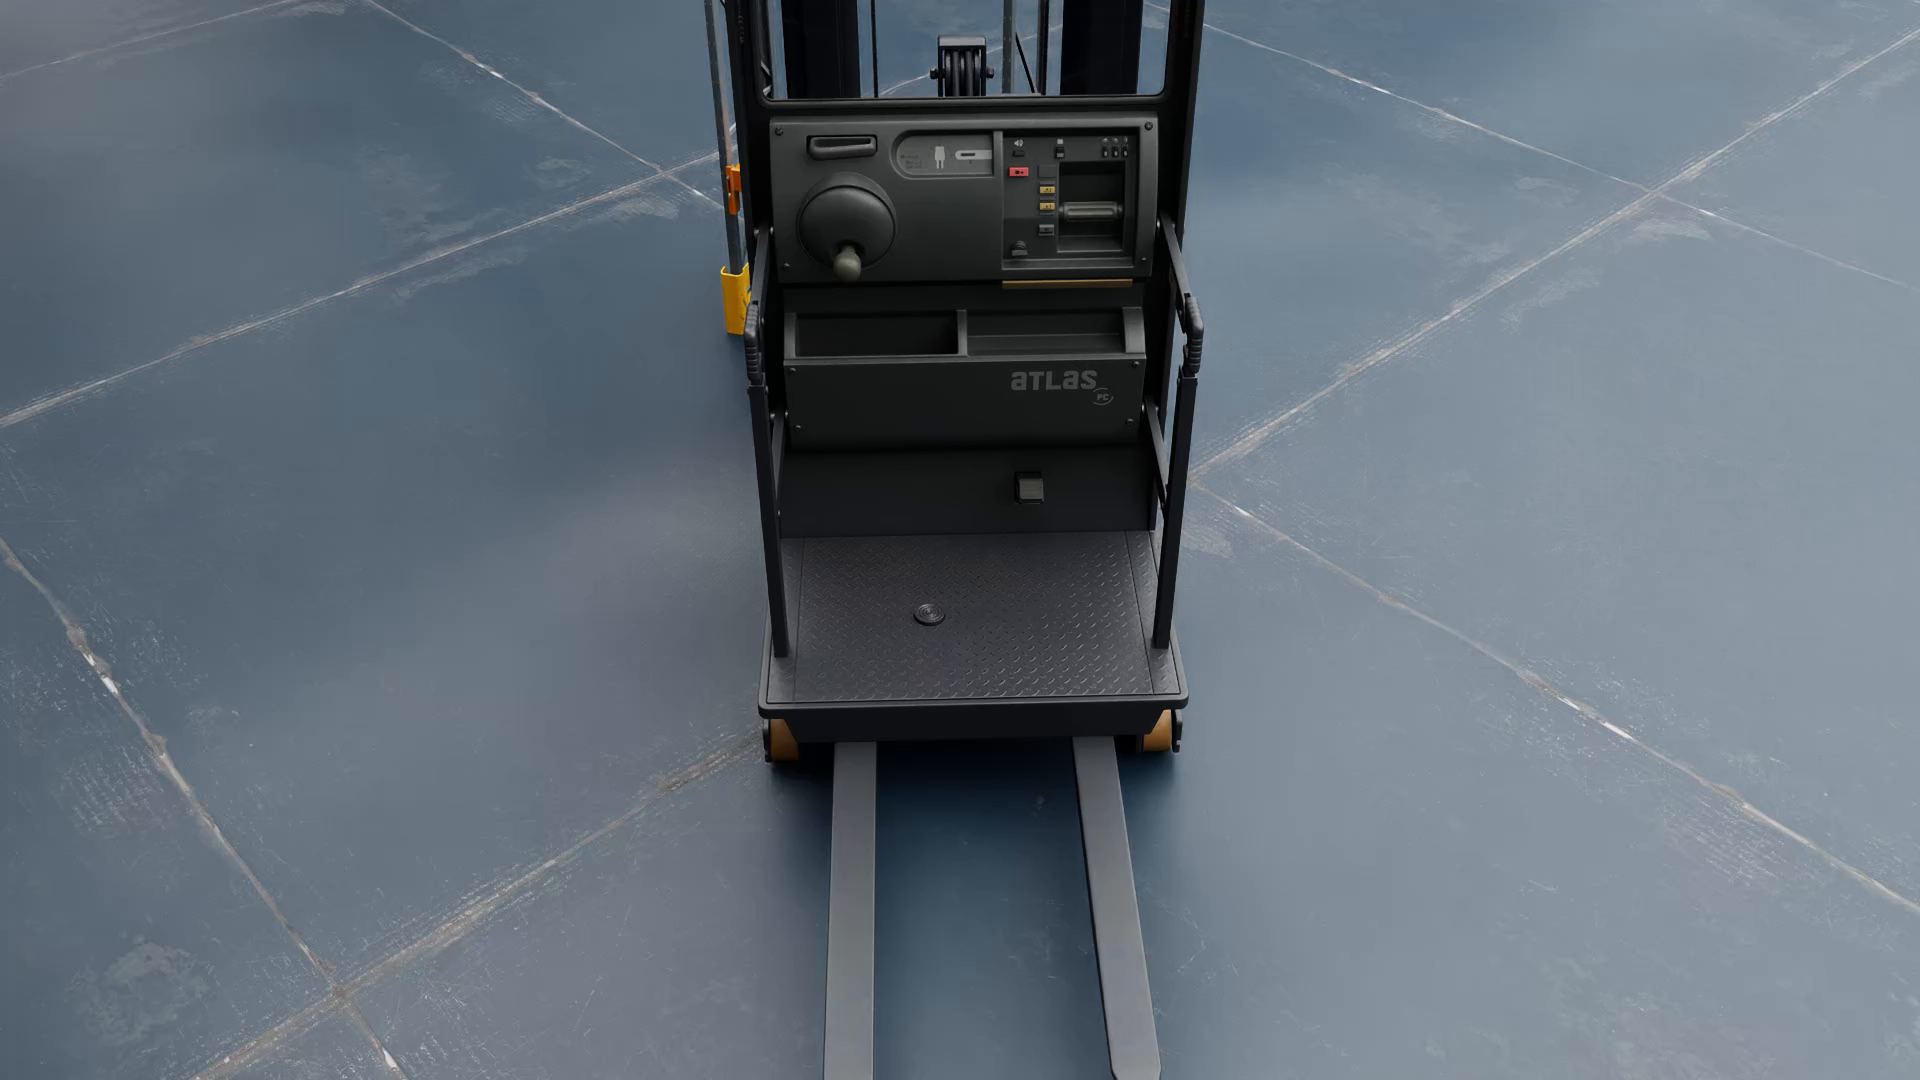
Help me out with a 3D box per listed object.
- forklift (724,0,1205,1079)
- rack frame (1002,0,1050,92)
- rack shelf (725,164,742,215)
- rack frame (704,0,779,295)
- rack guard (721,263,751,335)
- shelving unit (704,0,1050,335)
[{"bbox_3d":[0.021,-0.750,3.845,1.130,2.935,3.031,-1,39,-1],"label":"forklift"},{"bbox_3d":[0.220,-1.346,5.723,0.032,1.500,0.500,11,40,13],"label":"rack frame"},{"bbox_3d":[-0.268,-1.297,5.949,1.000,0.185,0.538,11,40,13],"label":"rack shelf"},{"bbox_3d":[-0.755,-1.528,5.948,0.032,1.500,0.500,11,40,13],"label":"rack frame"},{"bbox_3d":[-0.754,-1.042,6.341,0.087,0.250,0.587,11,40,13],"label":"rack guard"},{"bbox_3d":[-0.277,-1.439,5.838,1.083,1.500,0.587,11,40,13],"label":"shelving unit"}]
